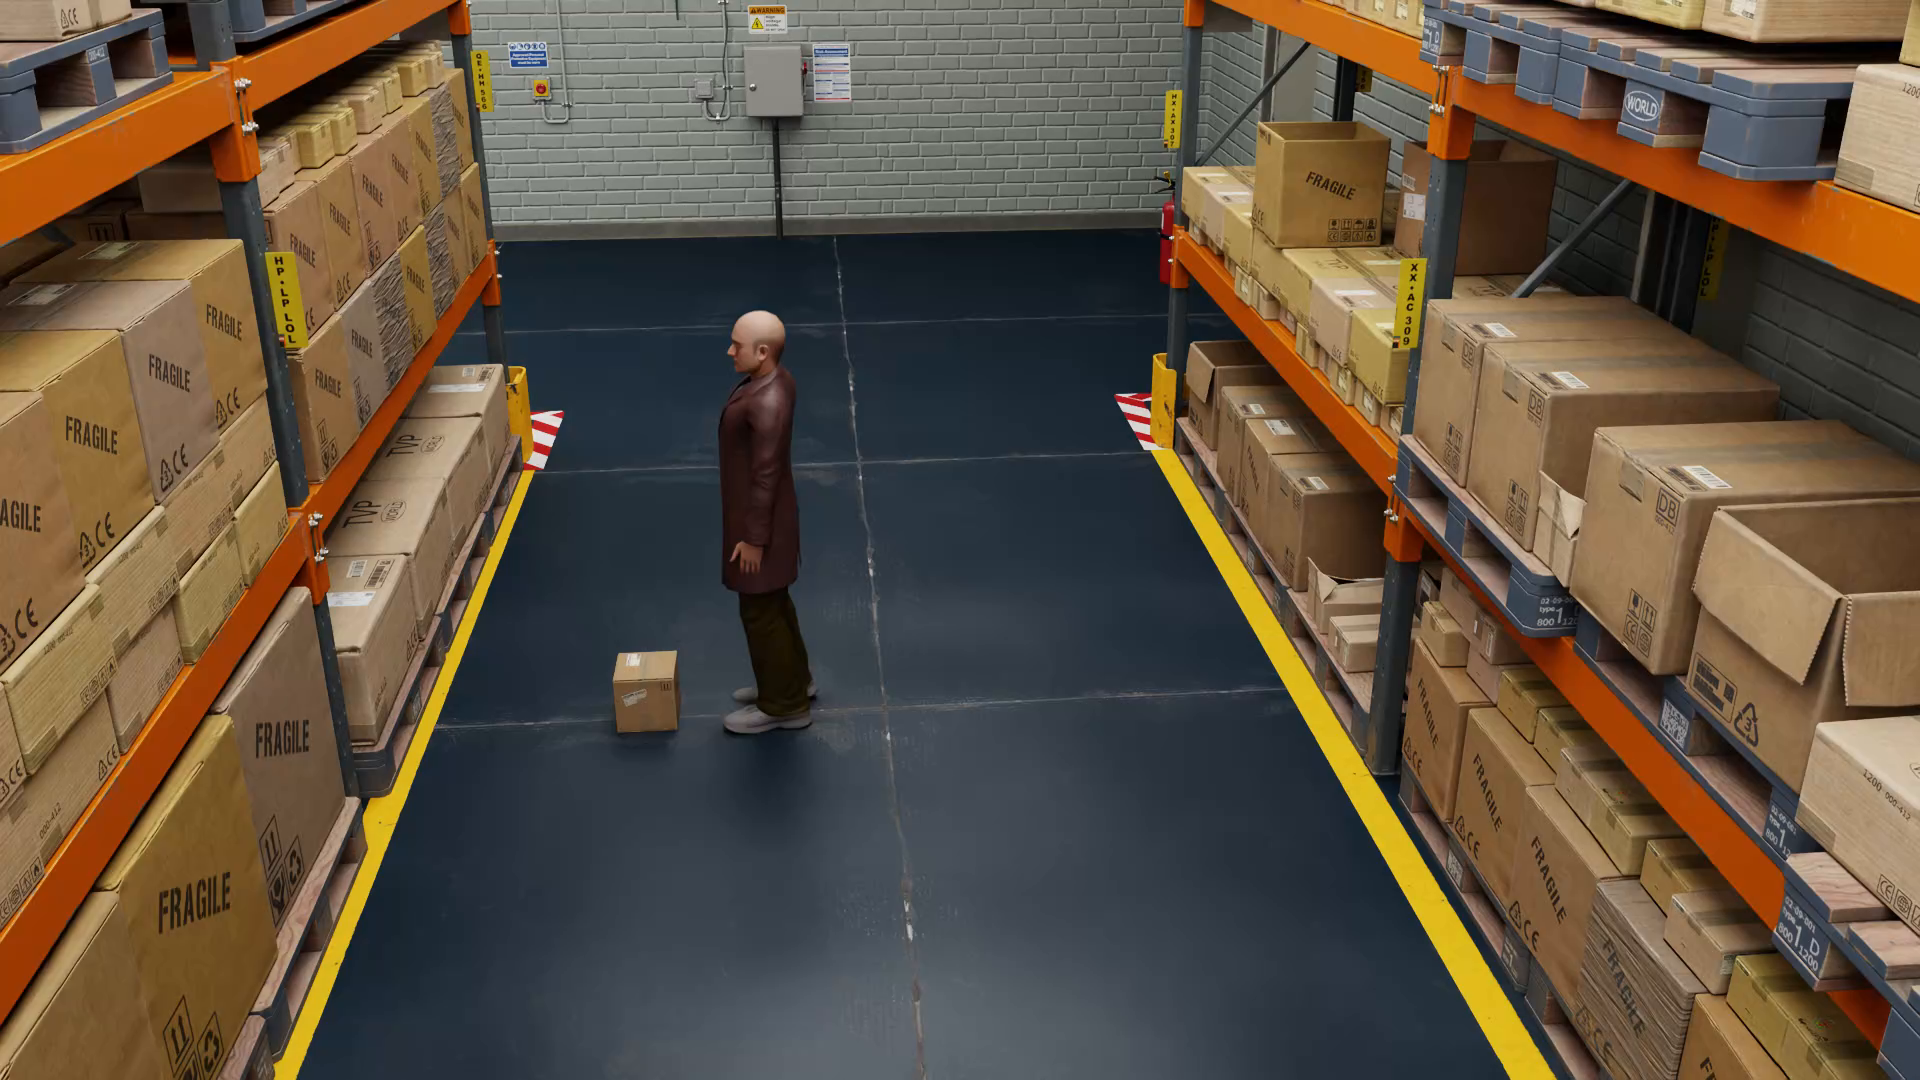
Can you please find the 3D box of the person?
[{"bbox_3d":[-0.810,-0.056,6.778,0.394,1.799,0.561,-2,23,-4],"label":"person"}]
